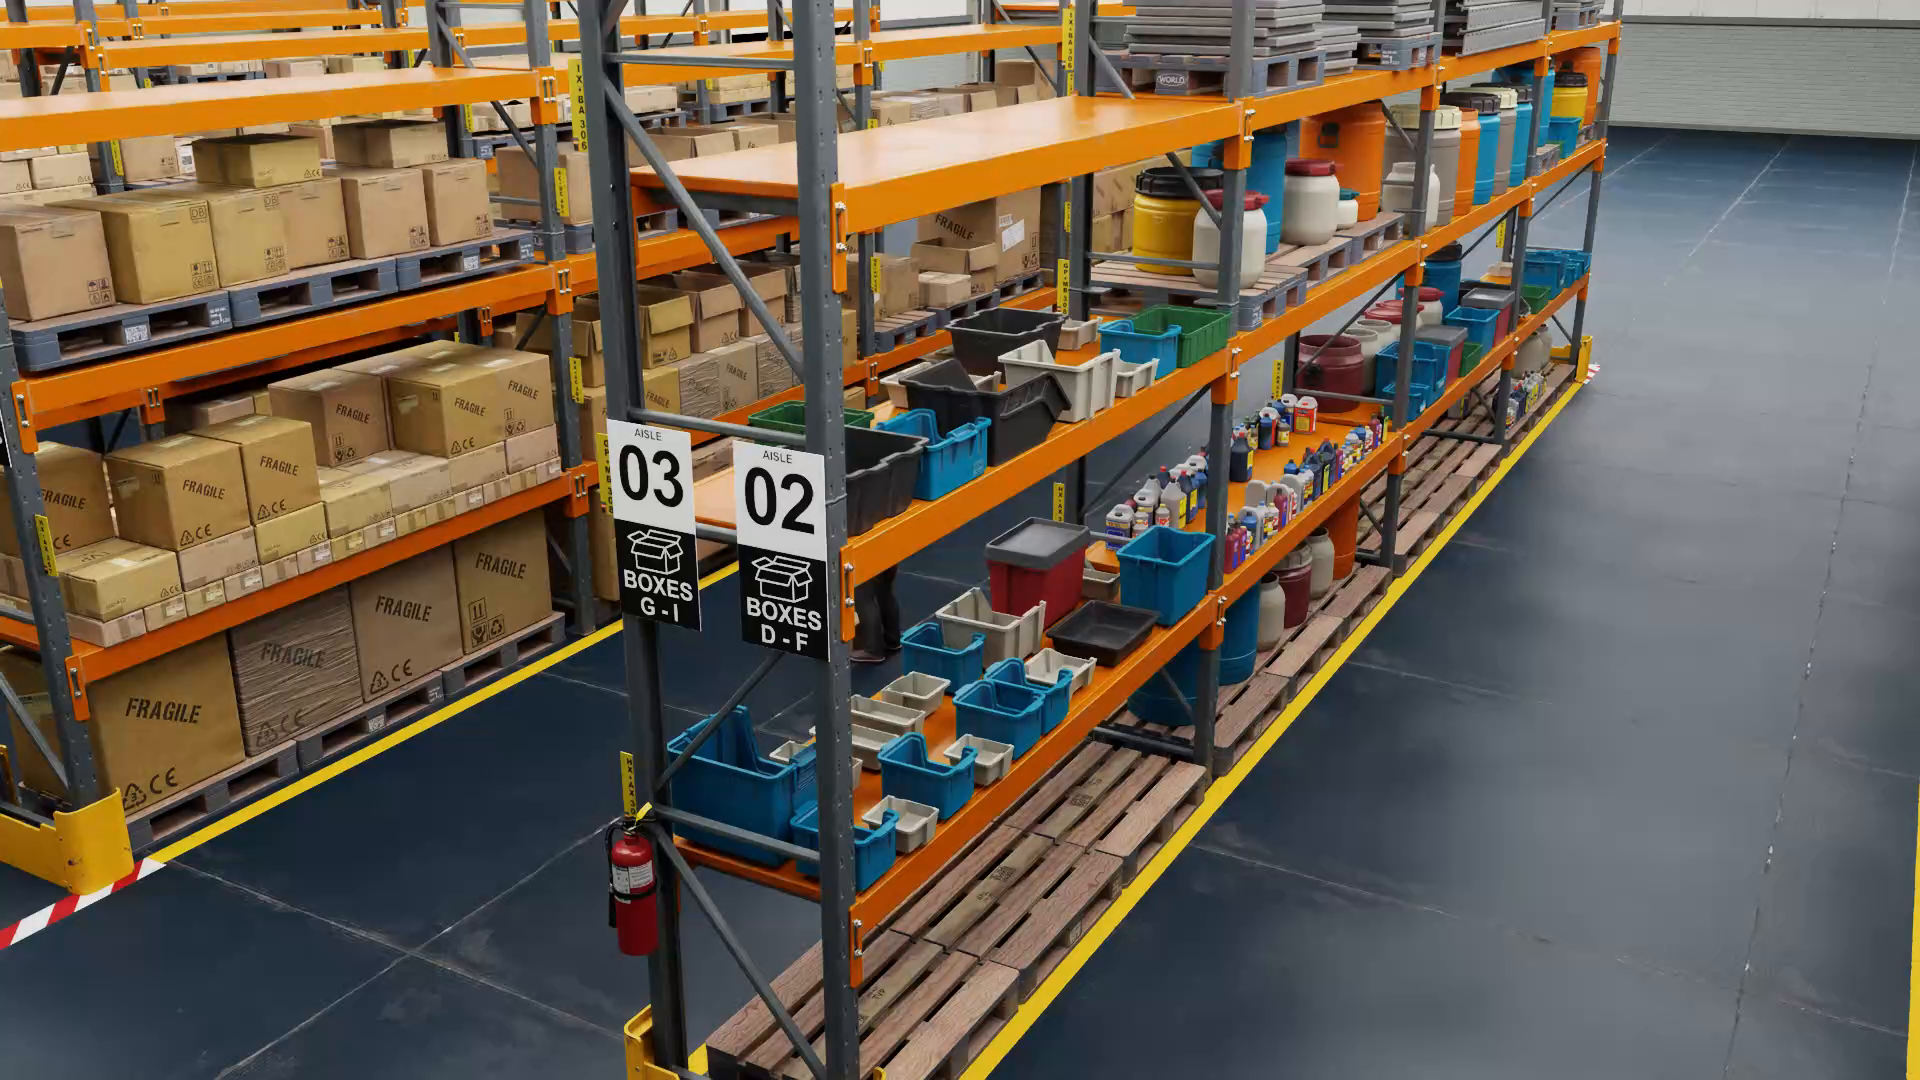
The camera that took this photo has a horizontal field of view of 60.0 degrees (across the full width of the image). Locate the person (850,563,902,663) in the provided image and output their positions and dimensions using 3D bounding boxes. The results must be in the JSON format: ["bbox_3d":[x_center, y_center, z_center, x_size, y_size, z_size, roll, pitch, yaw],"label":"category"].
[{"bbox_3d":[-0.614,0.062,11.902,0.347,1.655,0.505,11,22,28],"label":"person"}]
